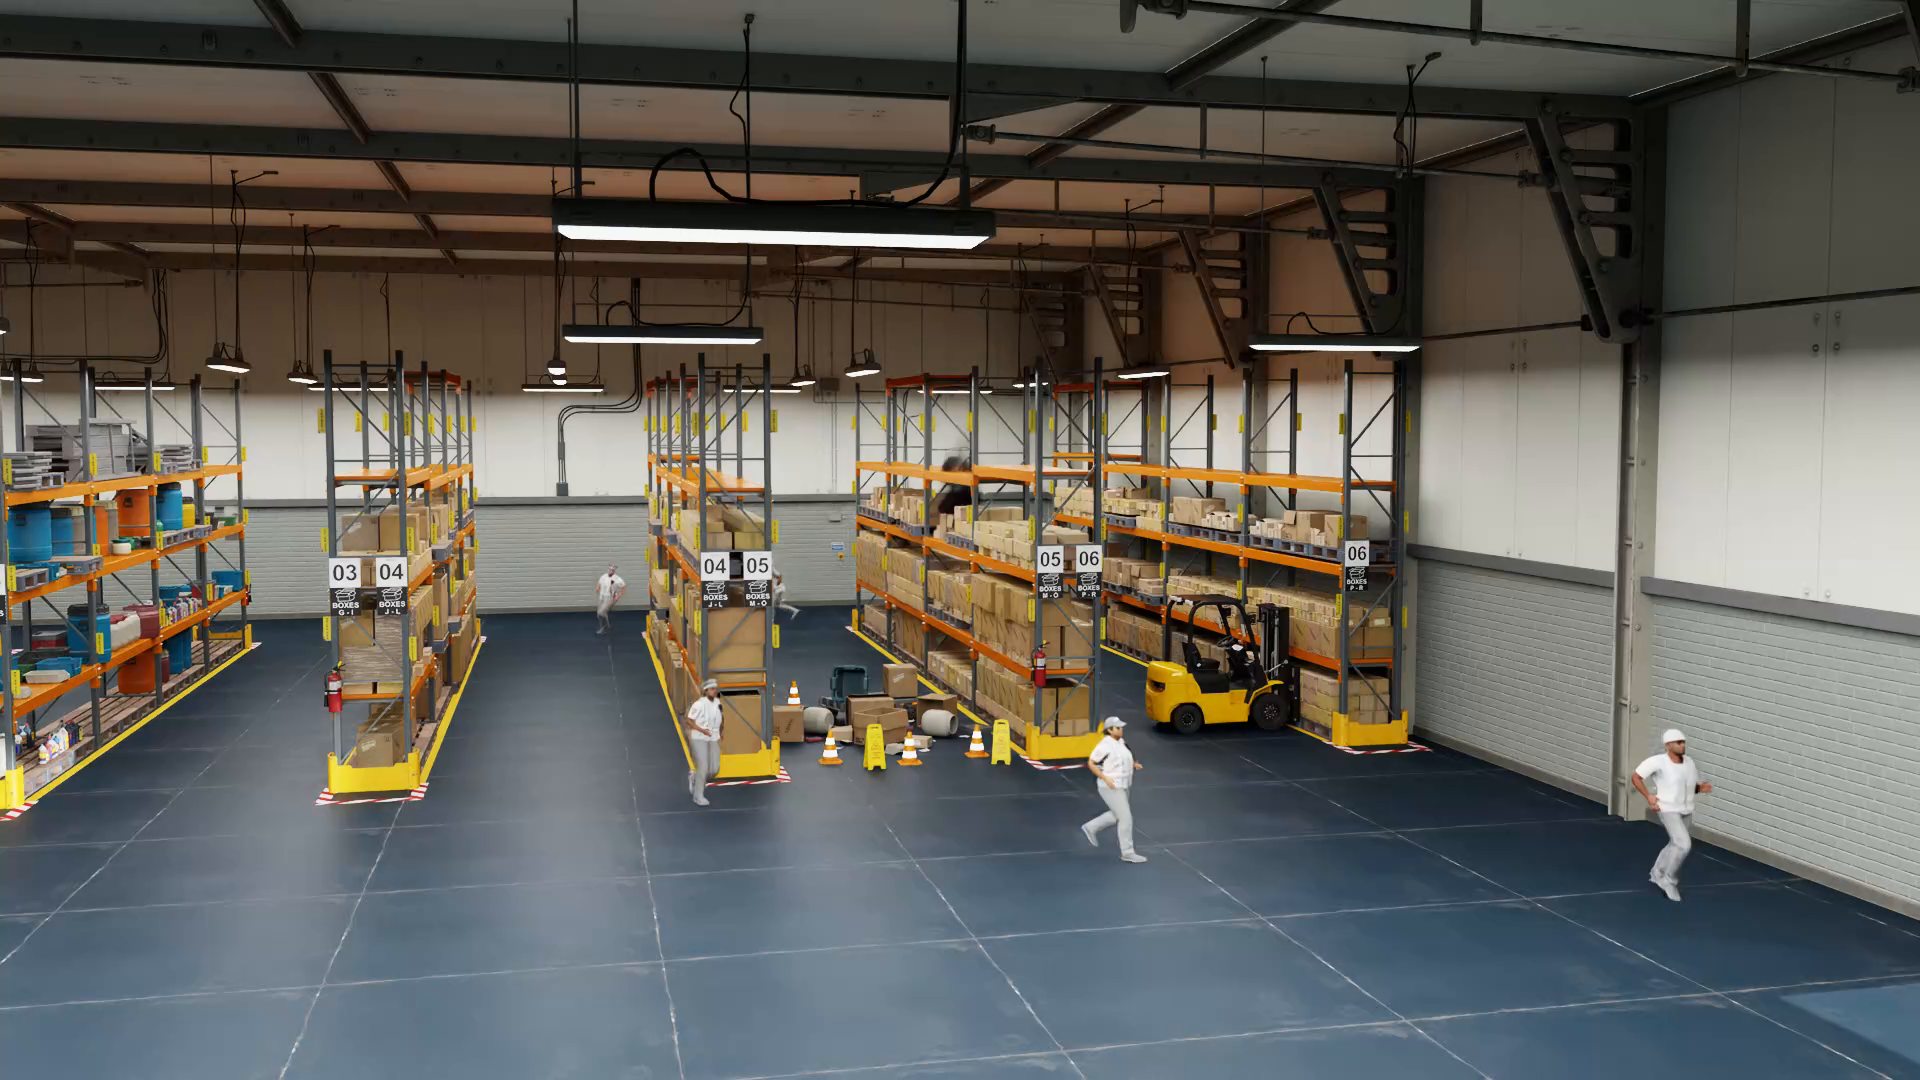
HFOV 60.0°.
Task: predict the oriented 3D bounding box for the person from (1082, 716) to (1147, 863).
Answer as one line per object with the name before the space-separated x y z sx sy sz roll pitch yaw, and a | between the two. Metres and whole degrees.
person | 1.768 2.844 19.132 0.859 1.639 0.618 2 5 30

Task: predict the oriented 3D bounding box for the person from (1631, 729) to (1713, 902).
person | 7.574 2.905 17.588 0.674 1.809 0.696 -2 4 -25

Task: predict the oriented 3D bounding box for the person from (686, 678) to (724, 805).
person | -3.368 2.657 22.109 0.609 1.647 0.605 4 6 45

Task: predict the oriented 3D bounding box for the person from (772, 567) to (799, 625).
person | -4.458 1.303 41.193 0.999 1.725 0.694 -2 4 -24

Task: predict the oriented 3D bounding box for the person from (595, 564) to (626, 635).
person | -8.377 1.426 39.555 0.767 1.703 0.612 2 4 28
